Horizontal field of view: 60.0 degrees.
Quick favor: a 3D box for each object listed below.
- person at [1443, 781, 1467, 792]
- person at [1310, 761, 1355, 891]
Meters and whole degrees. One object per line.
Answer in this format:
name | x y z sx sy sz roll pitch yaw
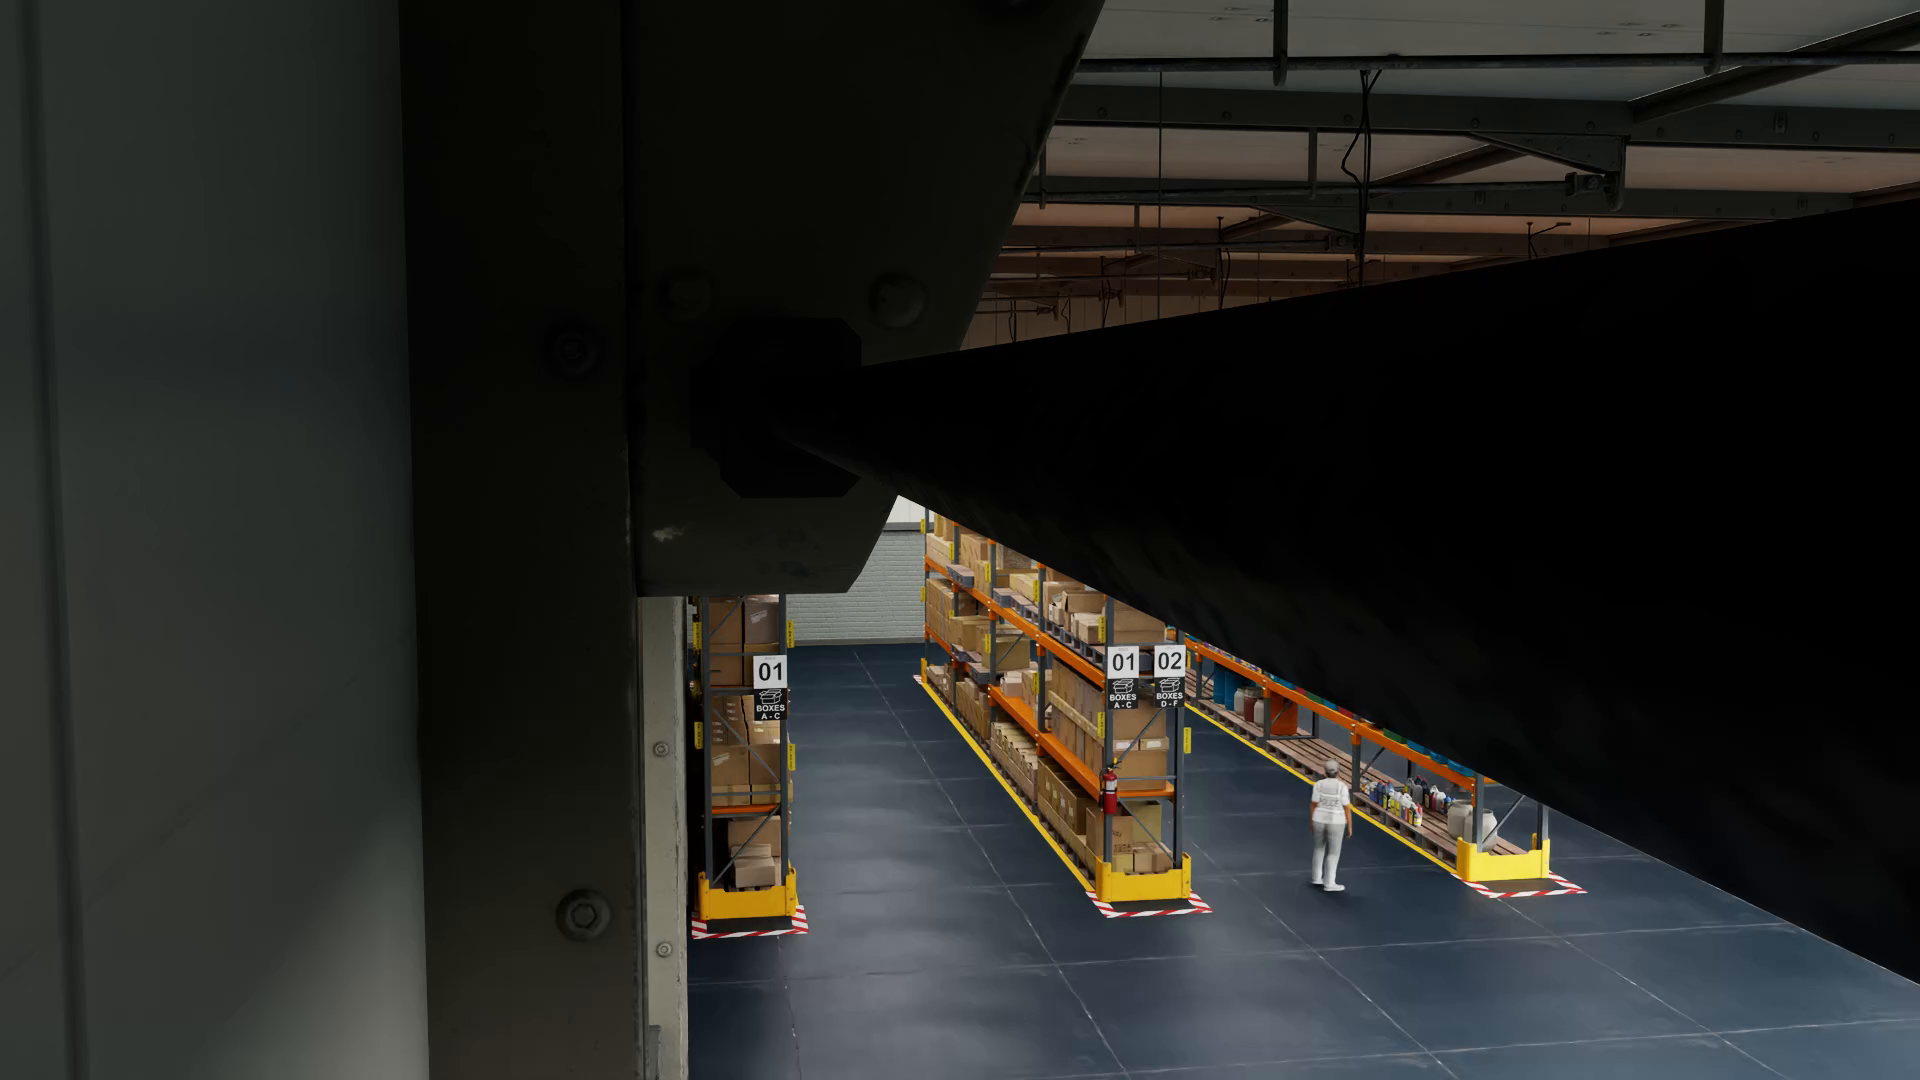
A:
person | 7.925 3.187 26.440 0.338 1.694 0.542 -4 6 -36
person | 4.748 3.652 21.252 0.612 1.671 0.441 4 7 41
